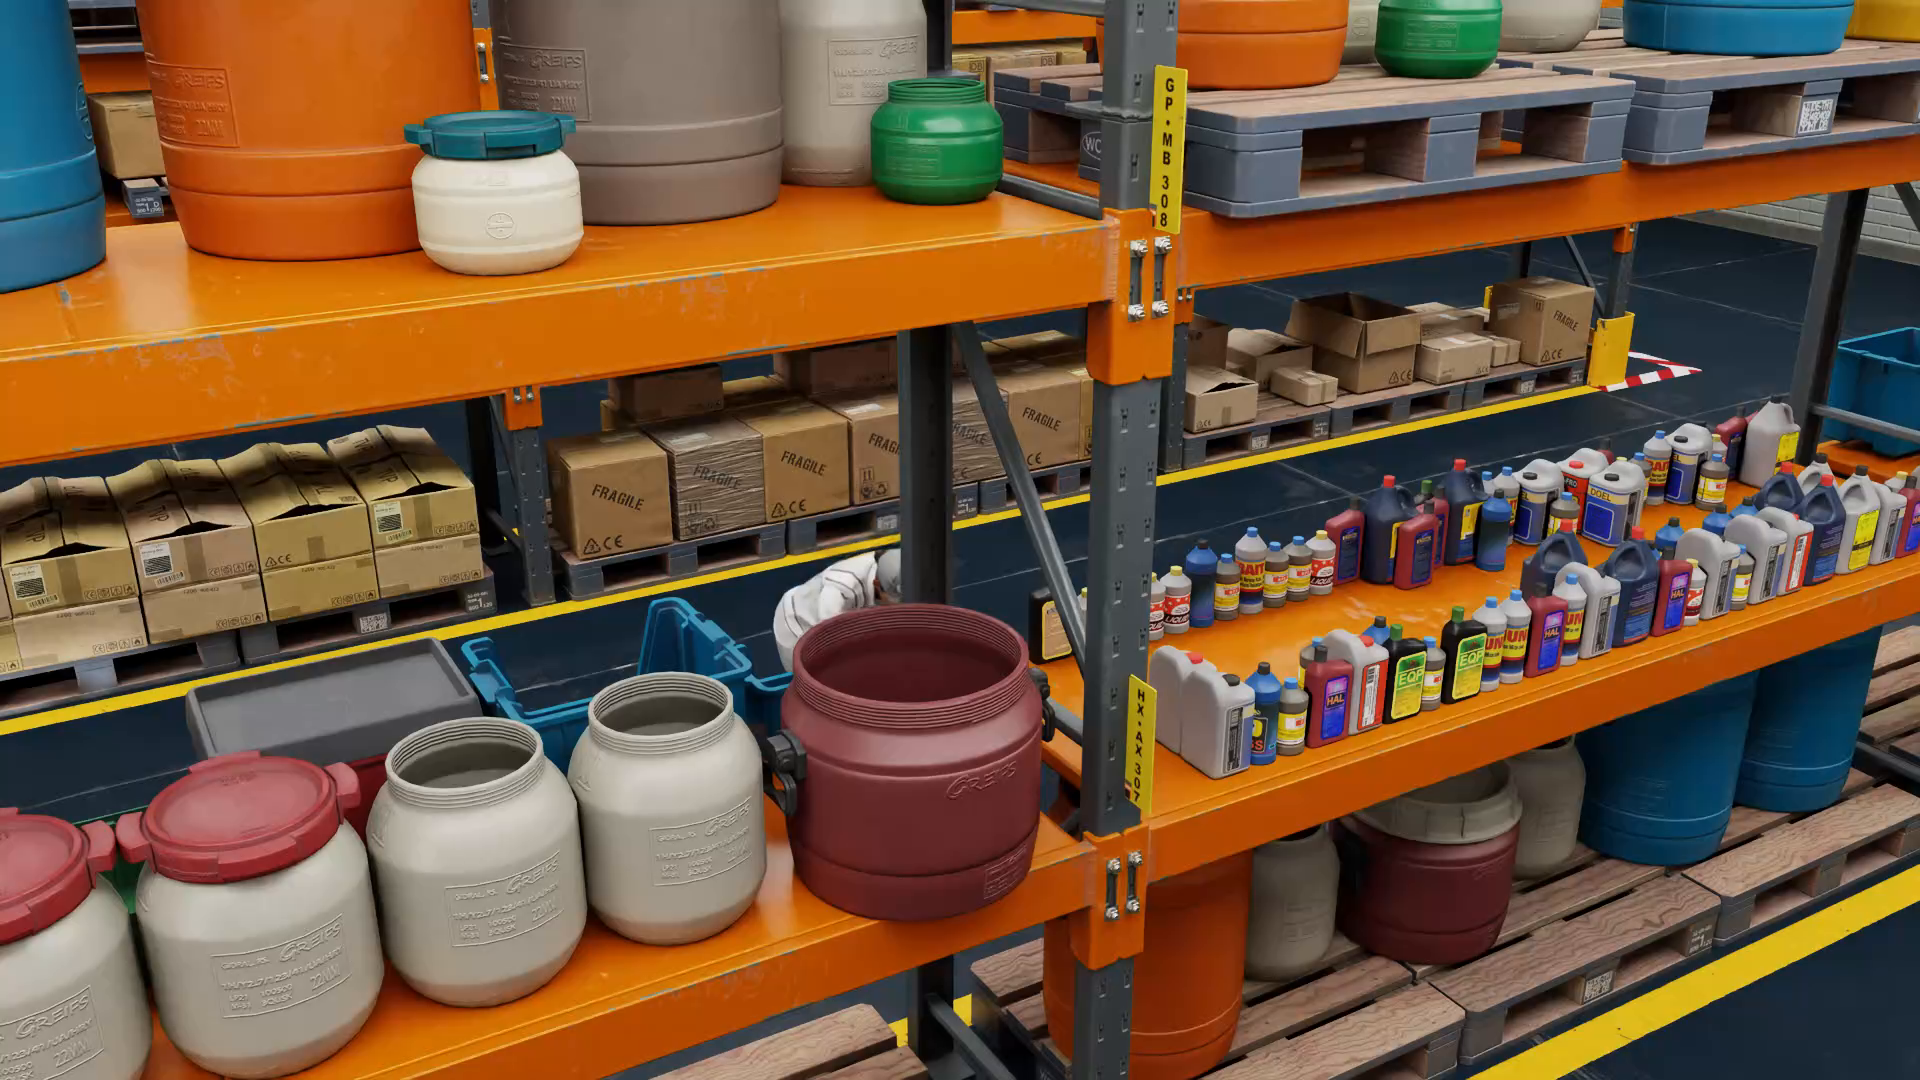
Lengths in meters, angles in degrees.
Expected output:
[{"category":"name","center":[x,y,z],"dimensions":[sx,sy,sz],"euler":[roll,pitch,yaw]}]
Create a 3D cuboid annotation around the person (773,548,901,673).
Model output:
[{"category":"person","center":[-0.389,0.475,6.625],"dimensions":[0.535,1.133,0.822],"euler":[-12,25,-28]}]
